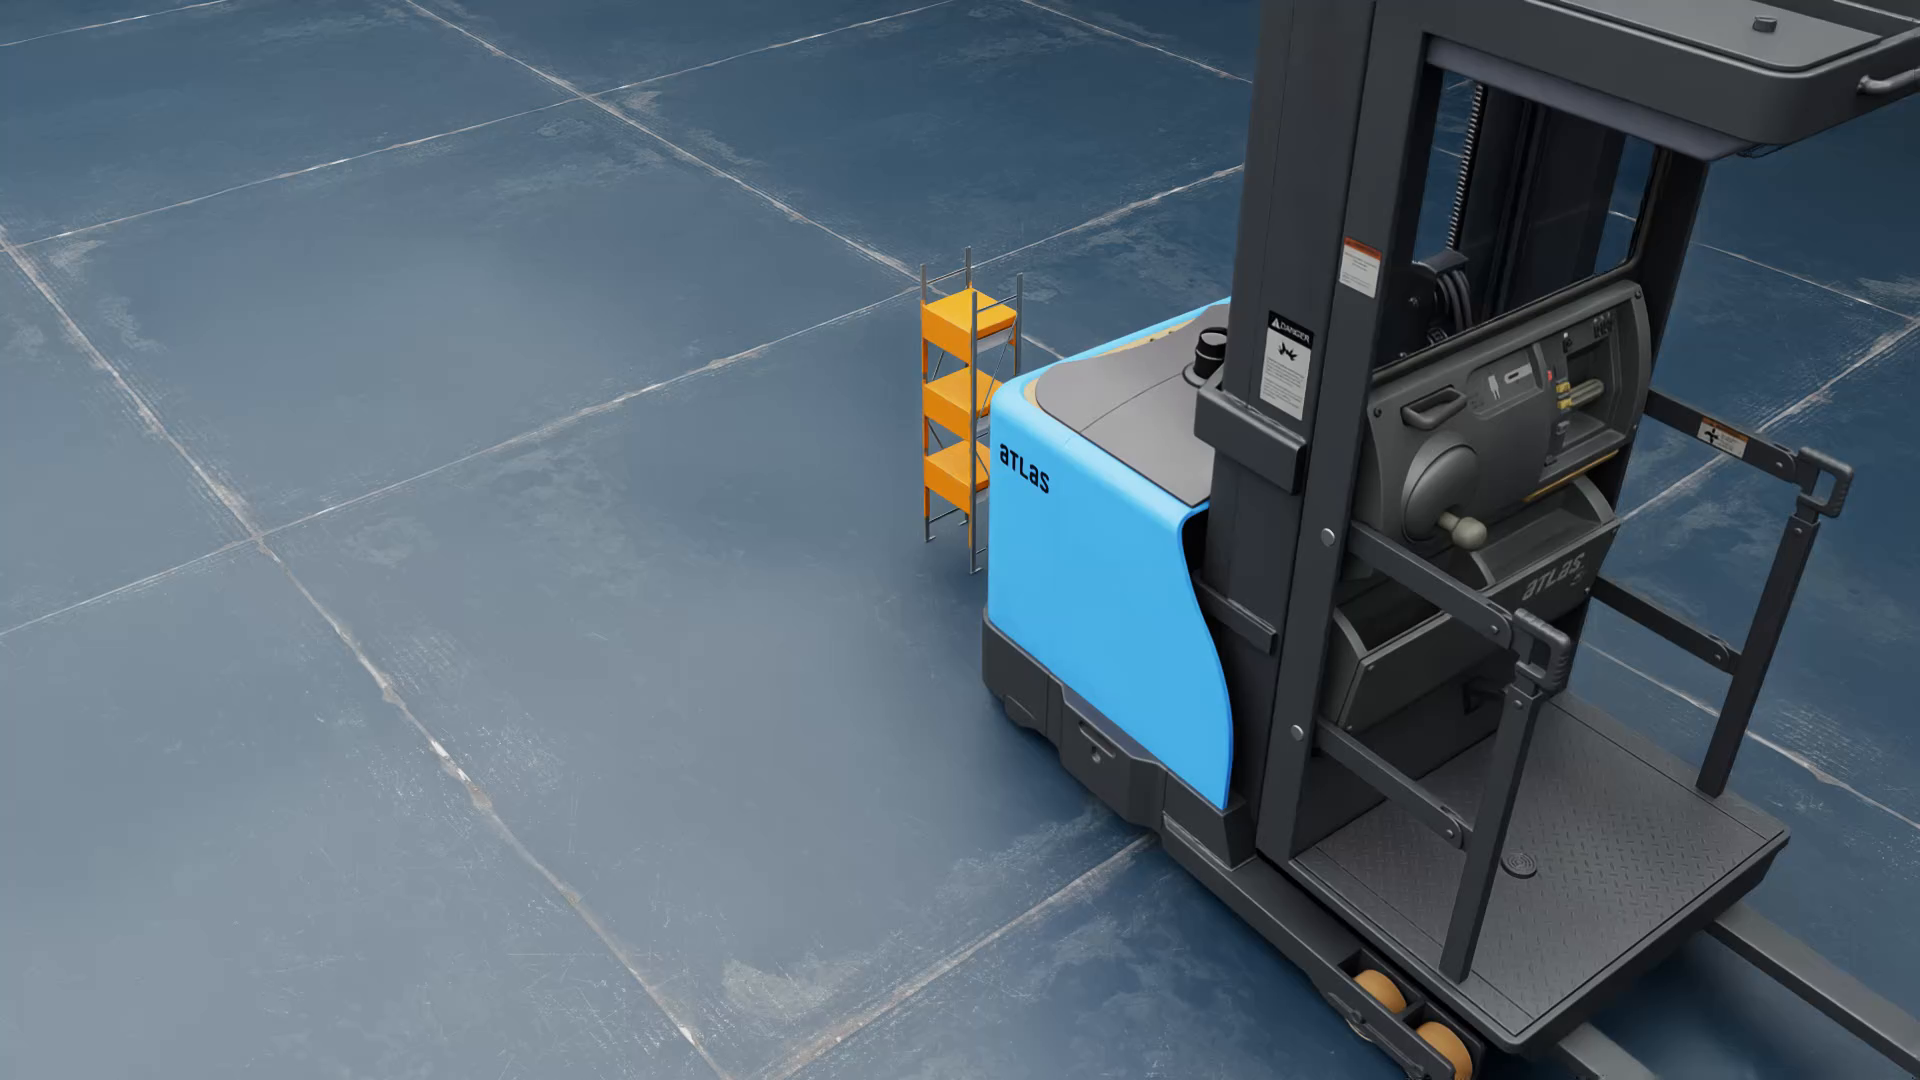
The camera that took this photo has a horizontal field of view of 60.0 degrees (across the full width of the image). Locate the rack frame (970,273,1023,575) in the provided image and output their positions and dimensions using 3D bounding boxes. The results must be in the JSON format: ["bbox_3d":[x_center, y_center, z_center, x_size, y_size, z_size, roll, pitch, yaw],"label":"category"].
[{"bbox_3d":[0.113,-0.351,5.337,0.200,1.050,0.008,-26,43,-32],"label":"rack frame"}]

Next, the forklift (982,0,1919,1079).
[{"bbox_3d":[1.349,-0.218,3.522,1.130,2.935,3.031,-23,41,-29],"label":"forklift"}]

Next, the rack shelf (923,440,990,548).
[{"bbox_3d":[0.035,-0.169,5.580,0.215,0.259,0.240,-26,43,-32],"label":"rack shelf"}]

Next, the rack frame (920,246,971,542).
[{"bbox_3d":[-0.044,-0.459,5.489,0.200,1.050,0.008,-26,43,-32],"label":"rack frame"}]

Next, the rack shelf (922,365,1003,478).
[{"bbox_3d":[0.035,-0.396,5.419,0.215,0.259,0.240,-26,43,-32],"label":"rack shelf"}]

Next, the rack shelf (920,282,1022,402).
[{"bbox_3d":[0.035,-0.628,5.255,0.215,0.259,0.240,-26,43,-32],"label":"rack shelf"}]

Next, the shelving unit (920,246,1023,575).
[{"bbox_3d":[0.035,-0.405,5.413,0.215,1.050,0.252,-26,43,-32],"label":"shelving unit"}]
